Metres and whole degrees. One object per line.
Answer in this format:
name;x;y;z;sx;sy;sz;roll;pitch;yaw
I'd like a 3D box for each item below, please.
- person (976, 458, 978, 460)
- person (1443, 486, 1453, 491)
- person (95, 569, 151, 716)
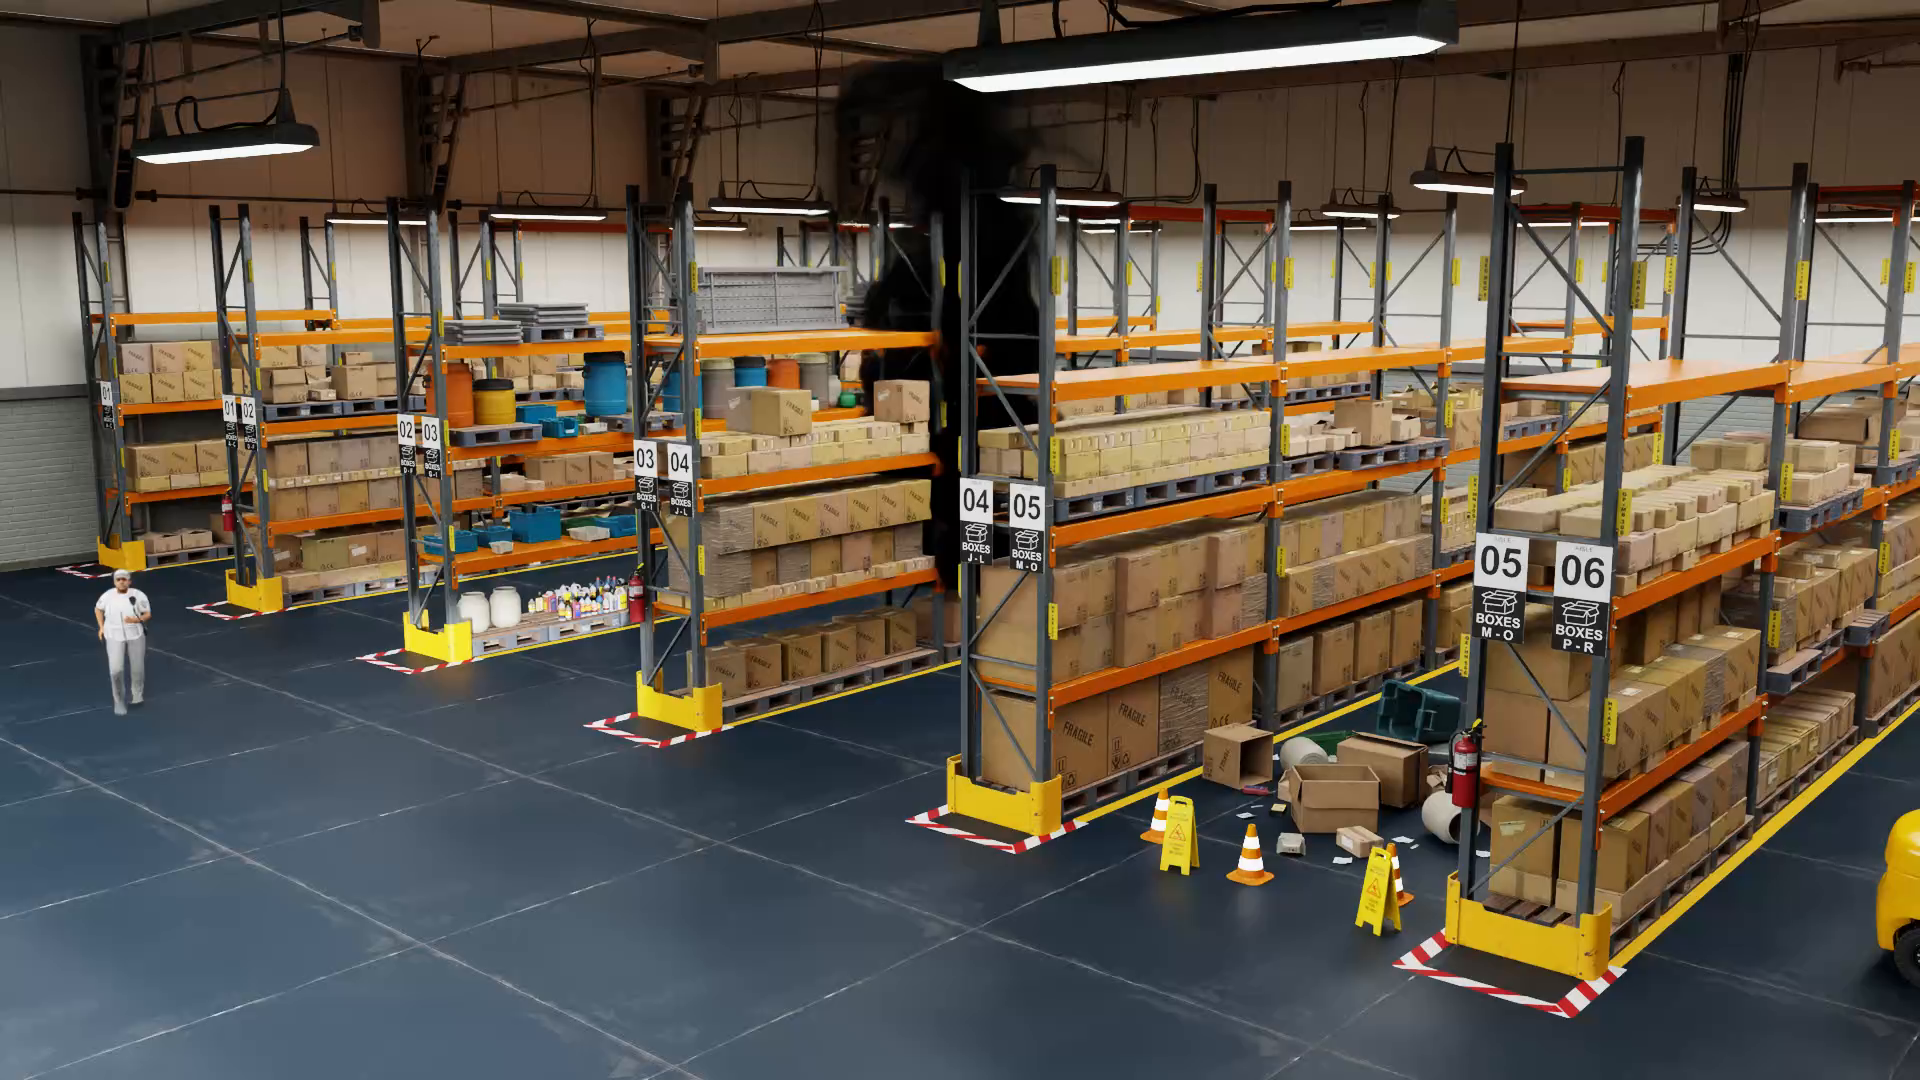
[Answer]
person;0.408;-1.465;34.991;0.659;1.657;0.693;5;11;28
person;7.832;-0.057;26.712;0.660;1.625;0.601;-7;12;-36
person;-9.661;1.178;19.255;0.575;1.708;0.690;-5;11;-27
